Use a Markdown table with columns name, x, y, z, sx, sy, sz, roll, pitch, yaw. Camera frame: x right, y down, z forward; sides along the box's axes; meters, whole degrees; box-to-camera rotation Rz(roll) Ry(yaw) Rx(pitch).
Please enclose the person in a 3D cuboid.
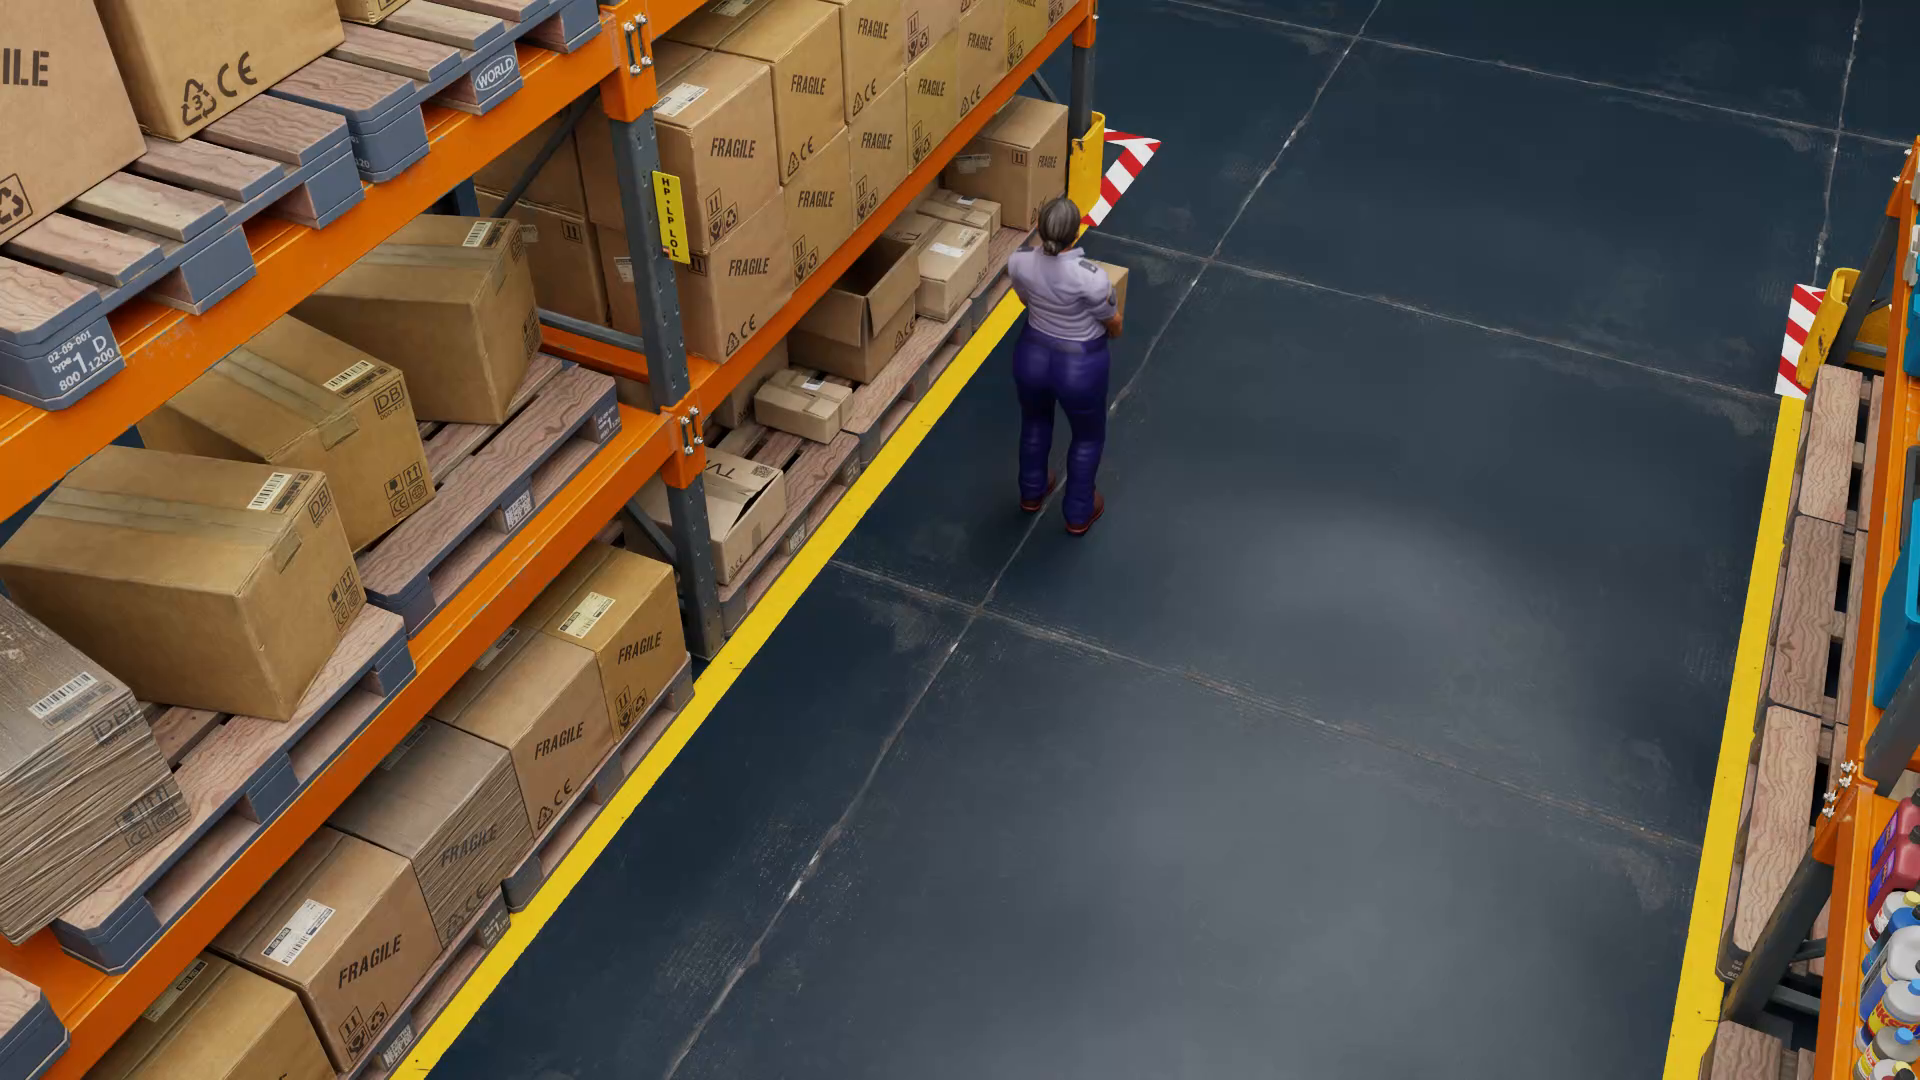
| name | x | y | z | sx | sy | sz | roll | pitch | yaw |
| --- | --- | --- | --- | --- | --- | --- | --- | --- | --- |
| person | 0.458 | -0.781 | 7.040 | 0.453 | 1.639 | 0.514 | 18 | 45 | 19 |
